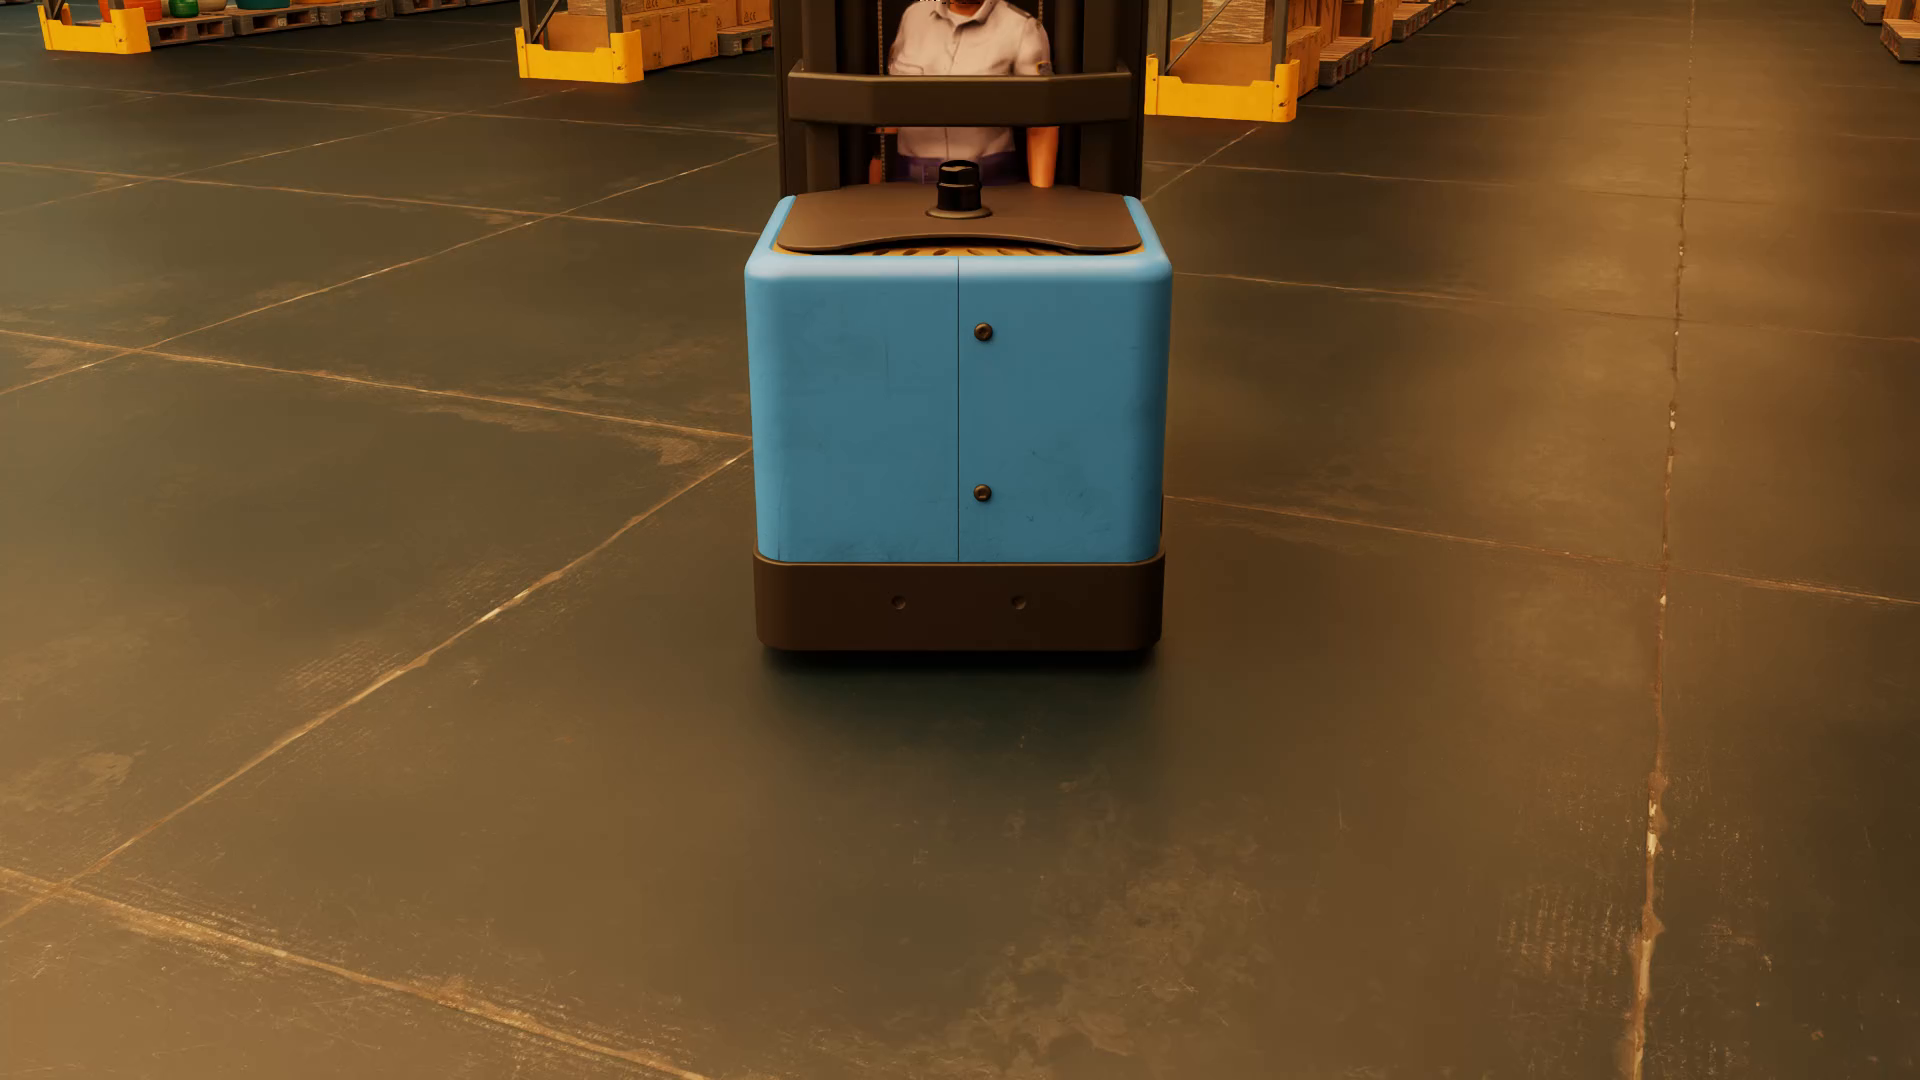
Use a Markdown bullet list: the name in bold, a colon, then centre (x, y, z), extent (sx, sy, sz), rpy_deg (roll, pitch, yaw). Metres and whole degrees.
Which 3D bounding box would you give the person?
- **person**: centre (-0.051, -0.888, 4.647), extent (0.593, 1.655, 0.484), rpy_deg (9, 24, 20)

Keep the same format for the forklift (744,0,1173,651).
- **forklift**: centre (0.002, -1.587, 5.089), extent (1.130, 2.935, 3.031), rpy_deg (0, 23, 0)
